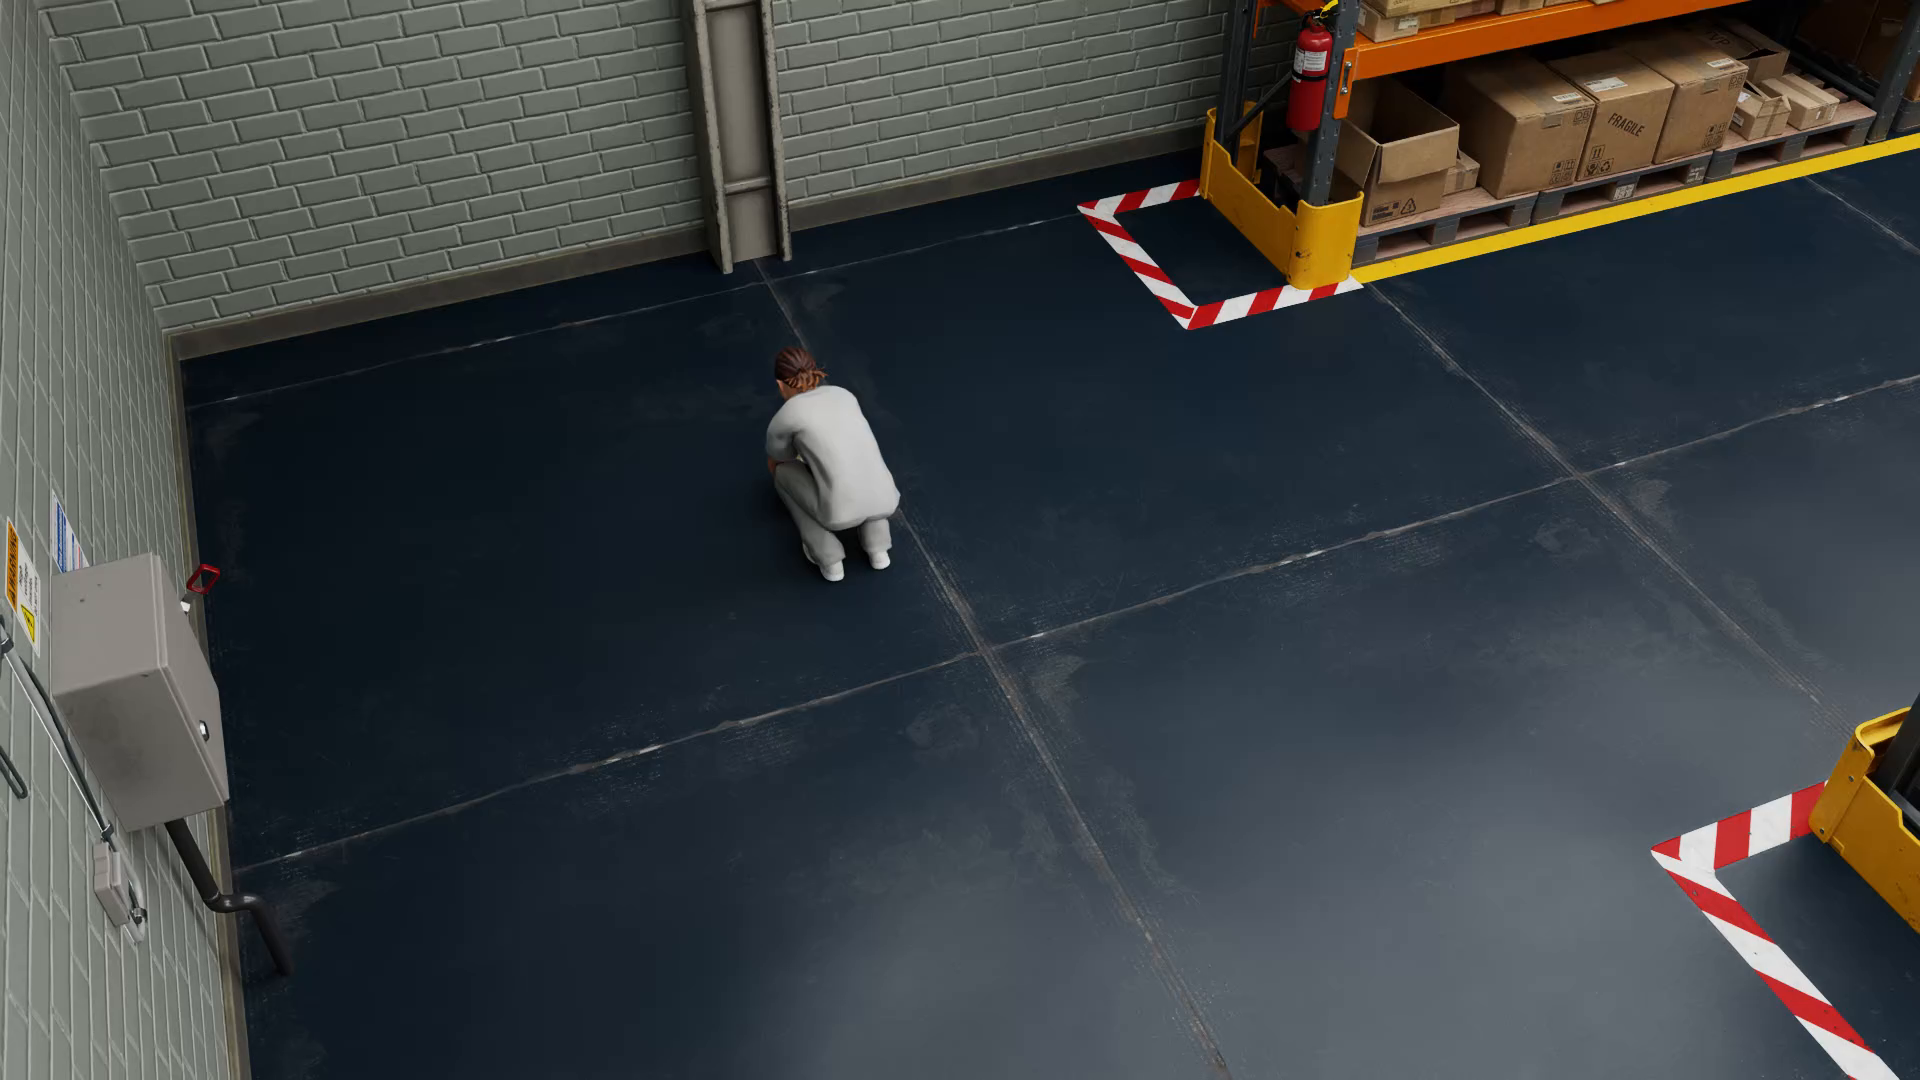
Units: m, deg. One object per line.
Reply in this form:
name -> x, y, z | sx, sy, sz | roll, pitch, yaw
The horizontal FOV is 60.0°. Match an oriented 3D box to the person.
person -> -0.556, -0.319, 7.140 | 0.484, 0.847, 0.801 | -15, 44, -16
